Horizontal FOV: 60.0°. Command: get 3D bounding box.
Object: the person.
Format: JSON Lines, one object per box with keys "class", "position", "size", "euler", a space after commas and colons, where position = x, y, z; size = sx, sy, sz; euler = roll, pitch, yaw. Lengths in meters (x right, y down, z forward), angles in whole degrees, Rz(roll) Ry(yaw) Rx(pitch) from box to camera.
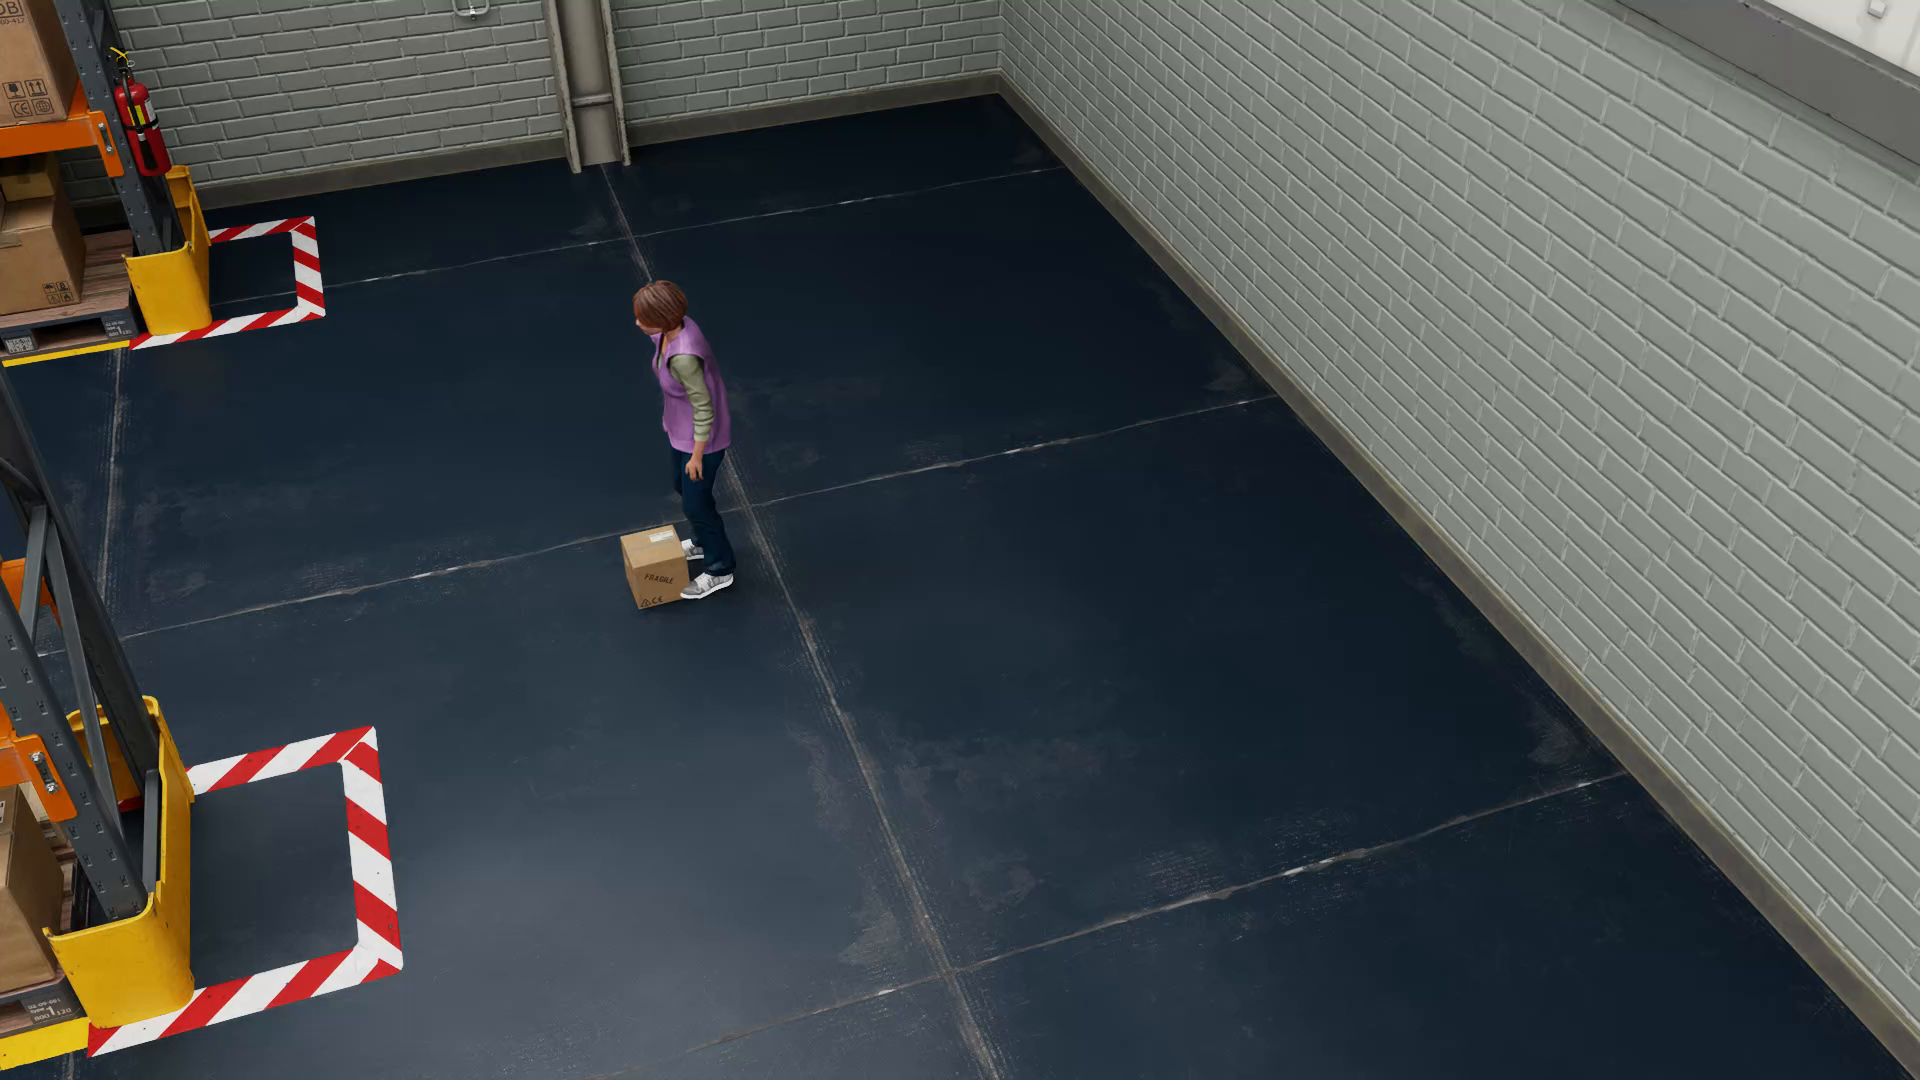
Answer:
{"class": "person", "position": [-1.195, -0.456, 7.370], "size": [0.350, 1.592, 0.472], "euler": [-13, 40, -16]}
